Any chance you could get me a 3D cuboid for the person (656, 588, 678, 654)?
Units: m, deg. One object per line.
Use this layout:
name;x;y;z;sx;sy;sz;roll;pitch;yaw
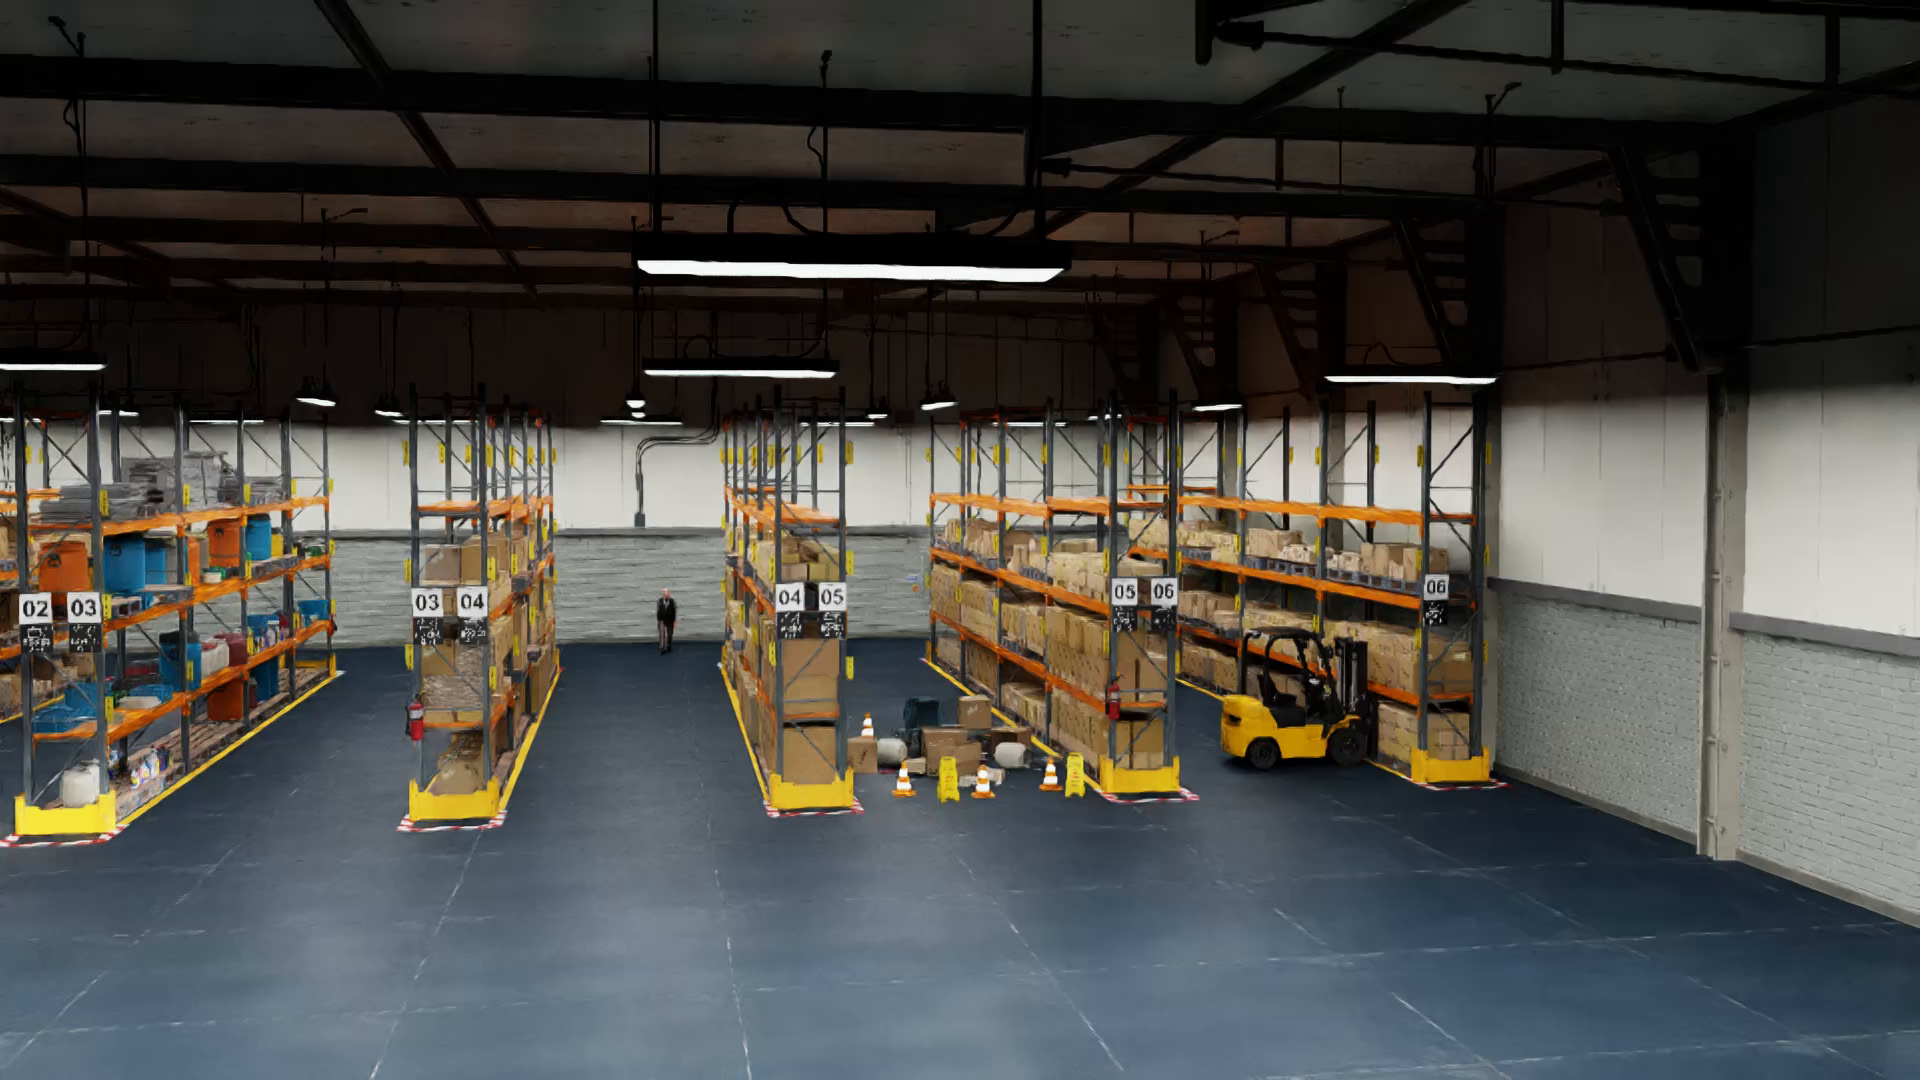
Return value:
person;-7.417;2.037;42.132;0.543;1.644;1.119;-1;3;-13
